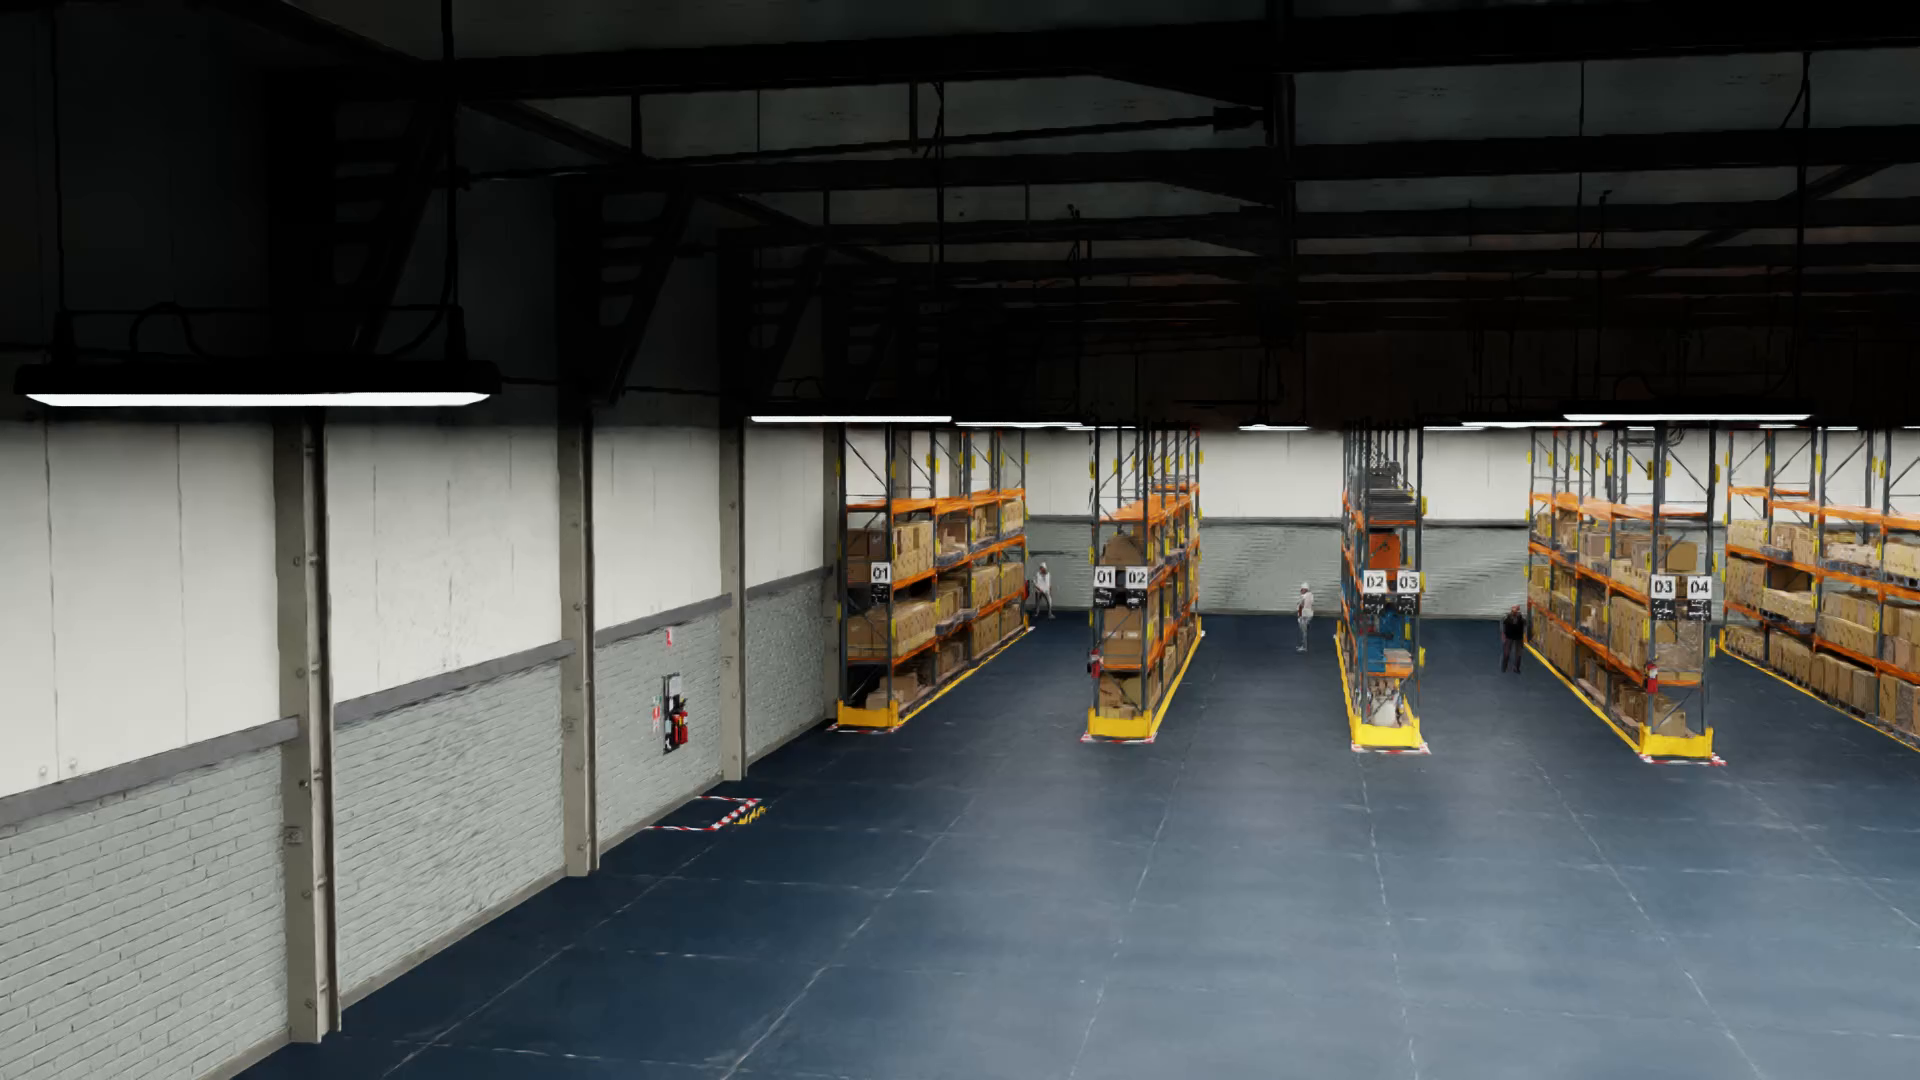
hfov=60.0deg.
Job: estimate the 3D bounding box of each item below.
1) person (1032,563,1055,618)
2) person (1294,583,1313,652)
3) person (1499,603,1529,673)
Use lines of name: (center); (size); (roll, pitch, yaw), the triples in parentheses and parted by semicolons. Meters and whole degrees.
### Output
person: (2.552, 1.539, 51.252); (0.683, 1.714, 0.837); (0, 4, -5)
person: (8.946, 1.998, 43.415); (0.498, 1.784, 0.614); (3, 5, 41)
person: (13.168, 2.327, 39.567); (0.677, 1.674, 0.534); (1, 4, 10)
